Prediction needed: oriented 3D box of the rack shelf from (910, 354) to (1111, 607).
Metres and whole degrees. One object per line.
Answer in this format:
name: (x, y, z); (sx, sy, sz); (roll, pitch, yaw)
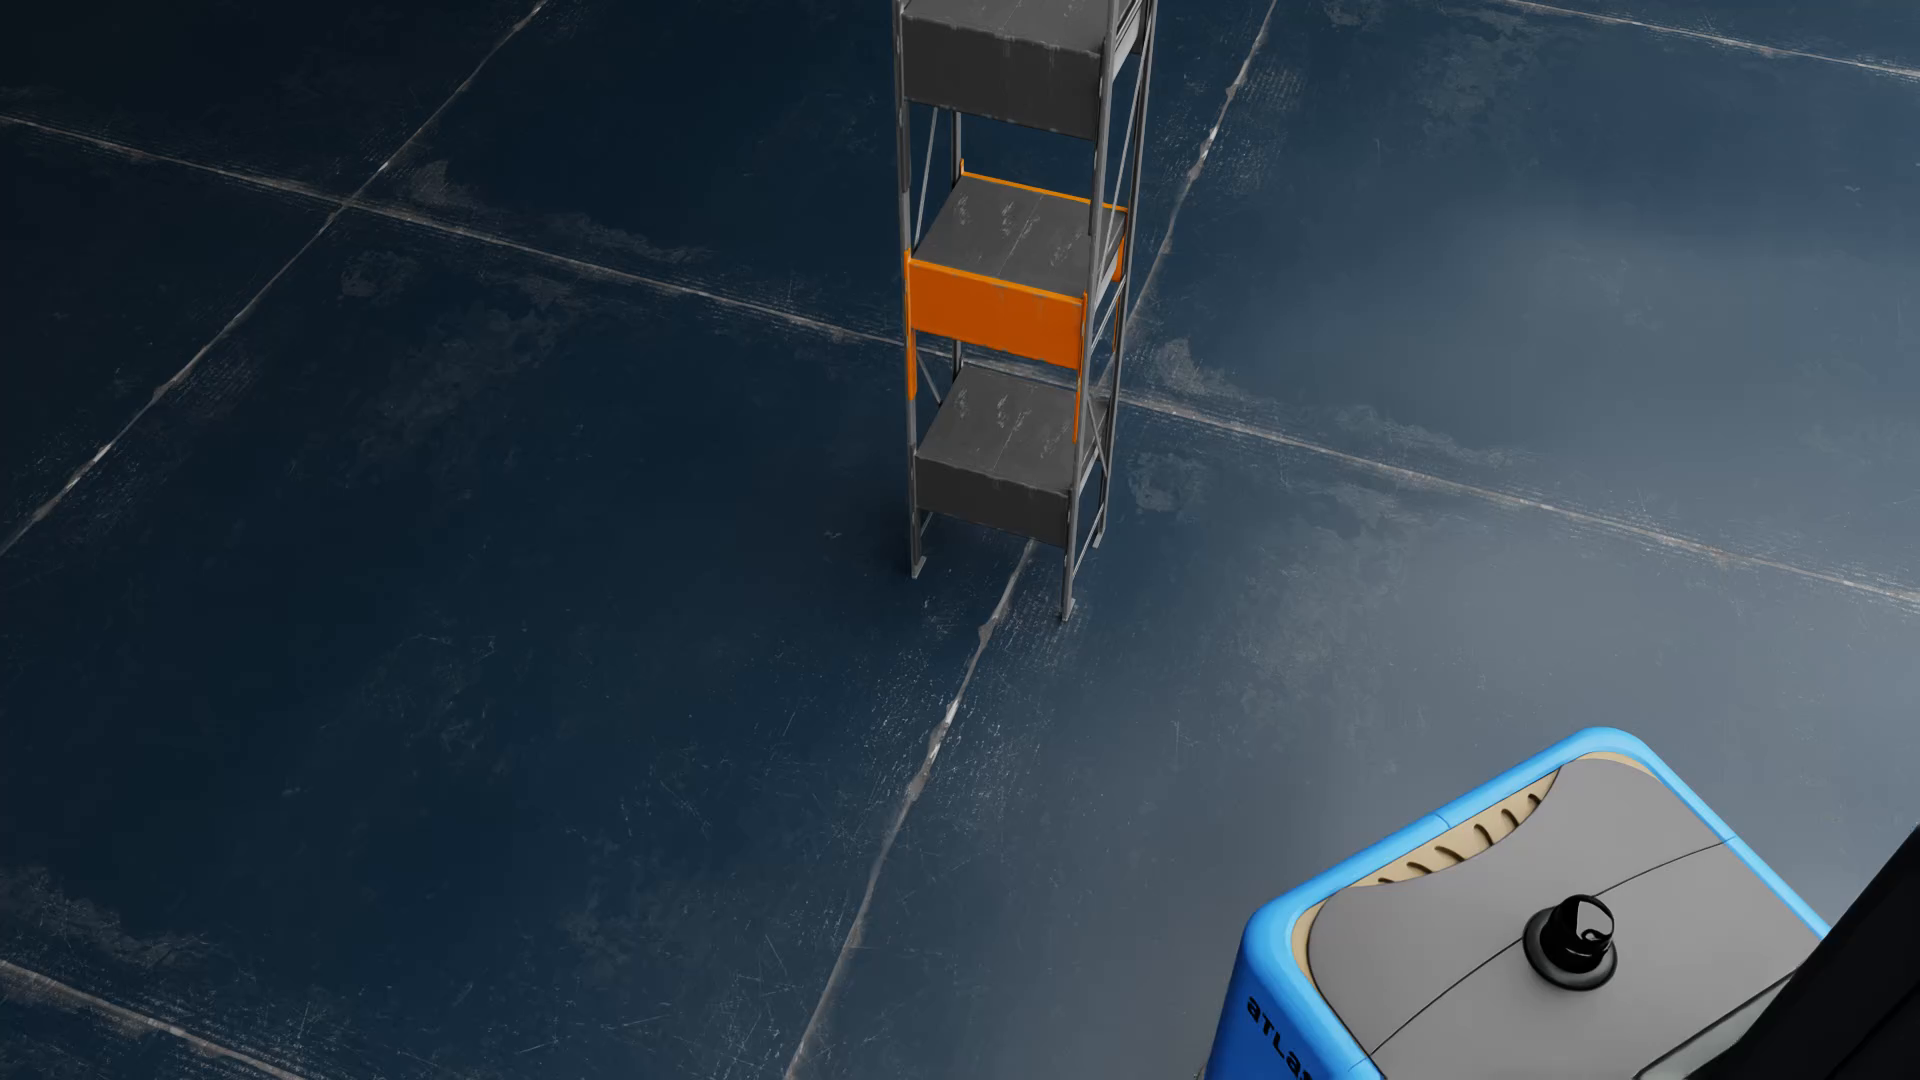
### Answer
rack shelf: (0.155, -0.177, 4.958); (0.480, 0.518, 0.431); (16, 51, 13)

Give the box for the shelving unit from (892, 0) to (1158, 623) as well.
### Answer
shelving unit: (0.155, -0.644, 4.419); (0.503, 2.100, 0.431); (16, 51, 13)

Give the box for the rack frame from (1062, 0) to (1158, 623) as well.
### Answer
rack frame: (0.384, -0.580, 4.364); (0.015, 2.100, 0.400); (16, 51, 13)

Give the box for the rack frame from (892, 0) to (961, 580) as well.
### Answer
rack frame: (-0.074, -0.708, 4.474); (0.015, 2.100, 0.400); (16, 51, 13)

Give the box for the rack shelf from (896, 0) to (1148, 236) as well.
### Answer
rack shelf: (0.155, -1.094, 3.900); (0.480, 0.518, 0.431); (16, 51, 13)

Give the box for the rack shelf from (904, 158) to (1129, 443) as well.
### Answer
rack shelf: (0.155, -0.635, 4.429); (0.480, 0.518, 0.431); (16, 51, 13)

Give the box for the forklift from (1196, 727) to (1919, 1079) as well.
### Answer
forklift: (1.697, 1.264, 2.215); (1.130, 2.935, 3.031); (-23, 53, -19)
